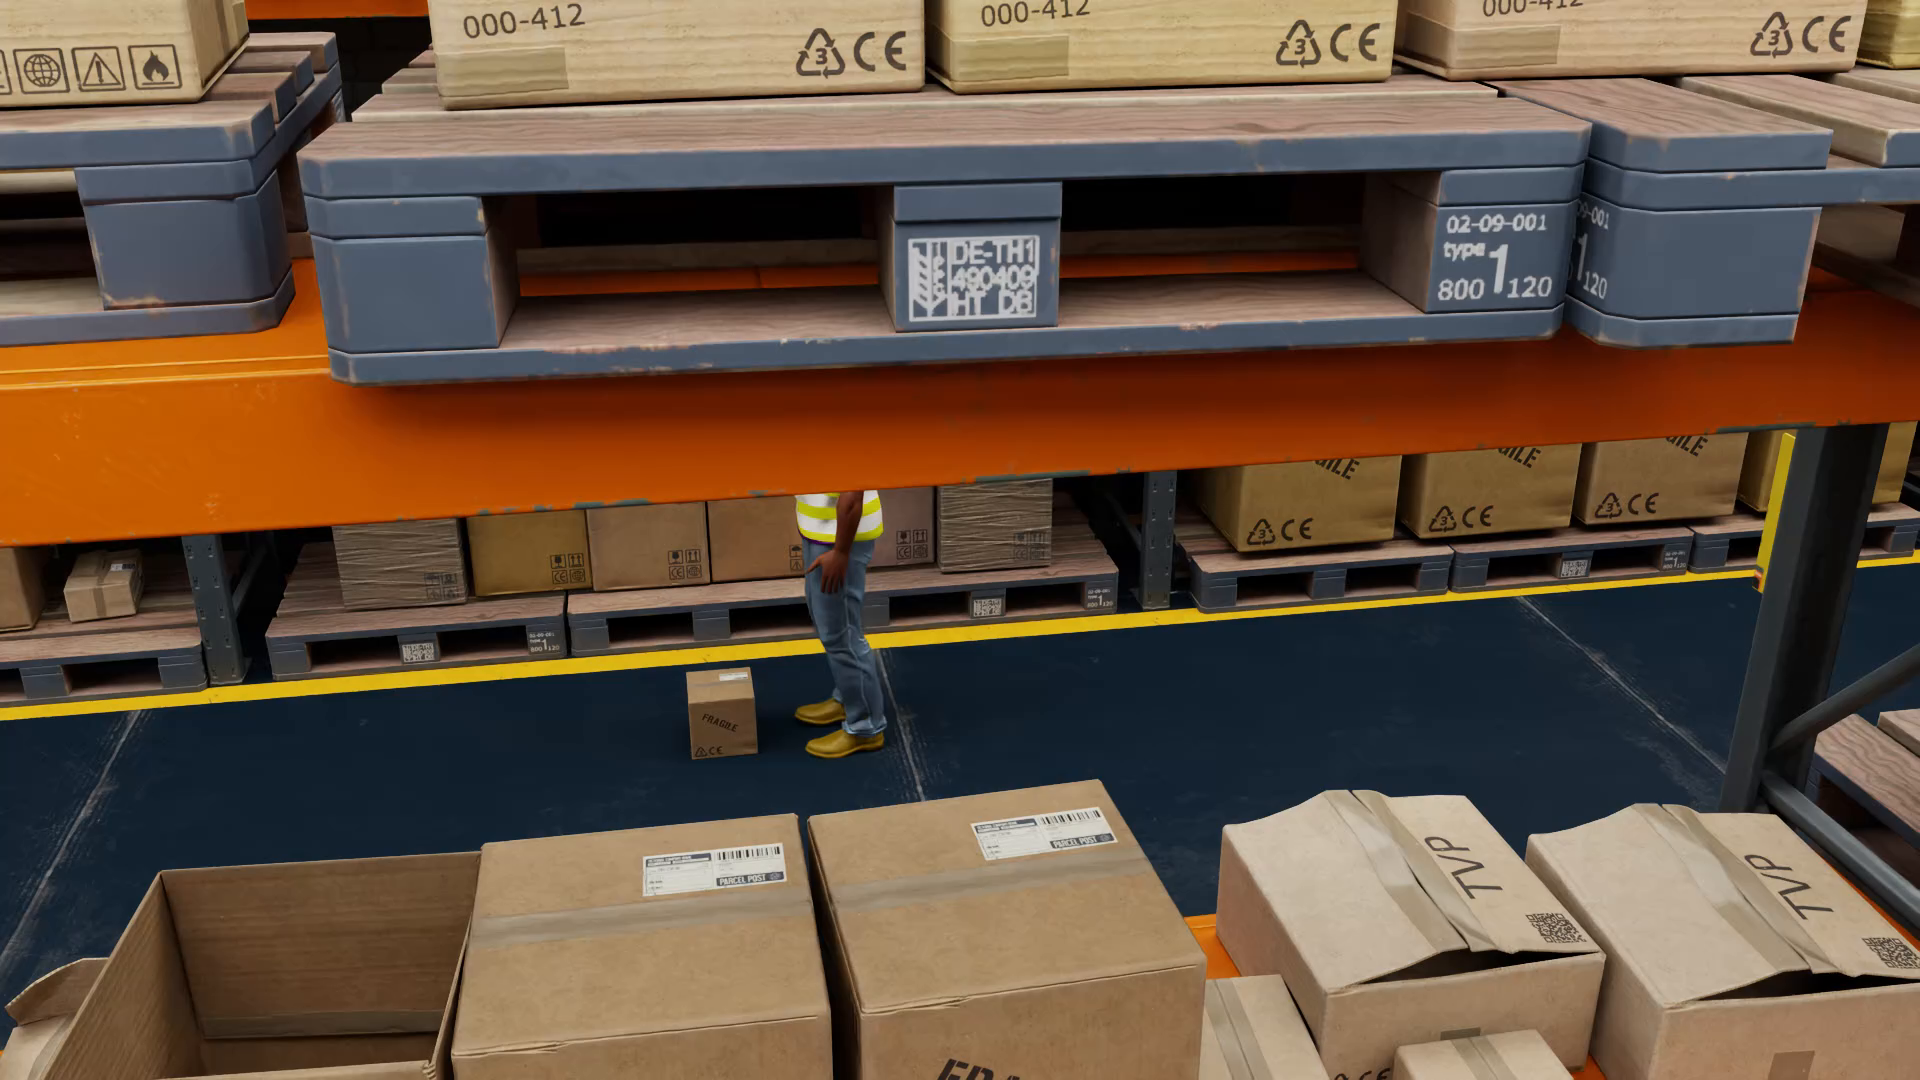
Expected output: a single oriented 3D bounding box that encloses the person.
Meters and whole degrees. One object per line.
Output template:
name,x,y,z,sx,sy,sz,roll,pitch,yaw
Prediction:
person,-0.448,-0.043,6.173,0.368,1.762,0.568,-4,23,-9
